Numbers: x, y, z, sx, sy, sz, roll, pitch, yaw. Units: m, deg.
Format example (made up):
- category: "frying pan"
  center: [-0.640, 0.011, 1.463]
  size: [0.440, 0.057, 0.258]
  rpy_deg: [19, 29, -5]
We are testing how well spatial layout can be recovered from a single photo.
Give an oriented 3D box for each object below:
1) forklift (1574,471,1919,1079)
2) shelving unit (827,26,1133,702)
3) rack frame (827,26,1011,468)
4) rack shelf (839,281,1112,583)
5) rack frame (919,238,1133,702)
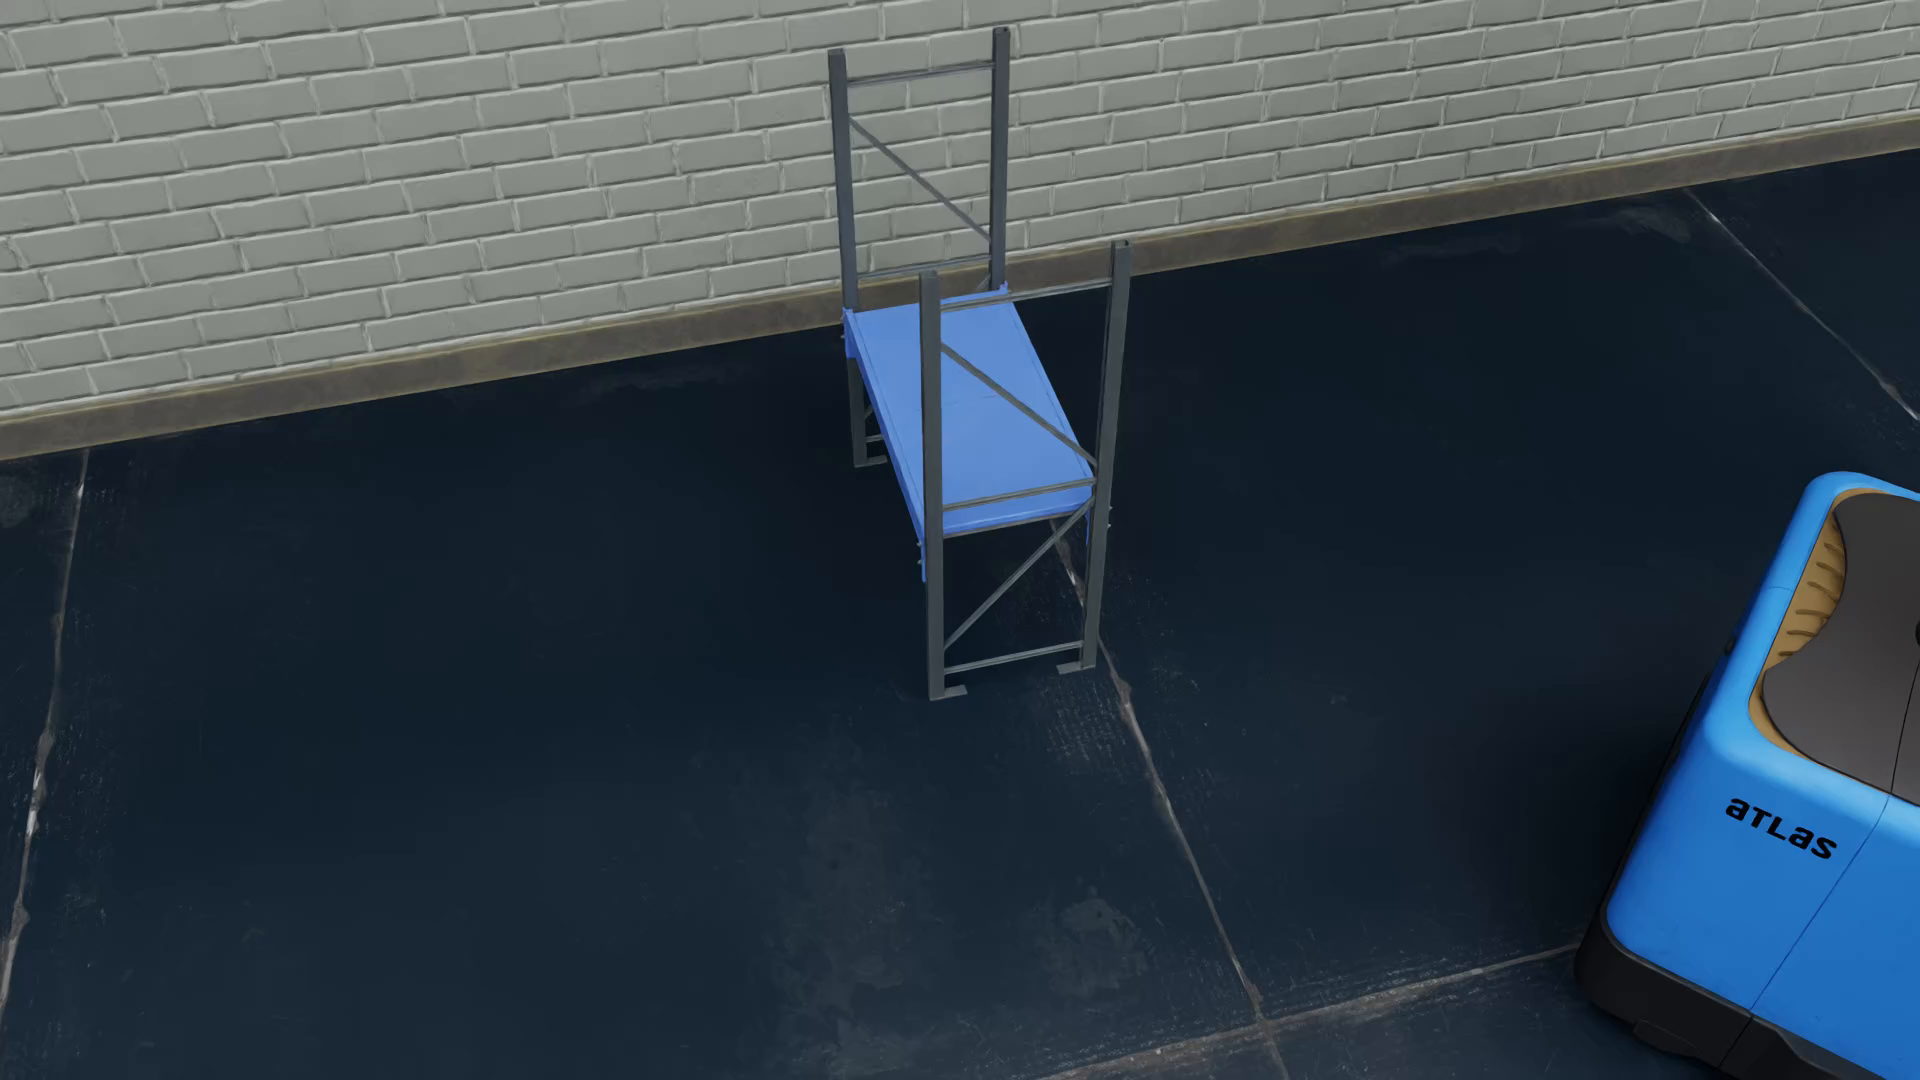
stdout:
- category: "forklift"
  center: [3.025, 0.408, 2.798]
  size: [3.031, 2.935, 1.130]
  rpy_deg: [25, 51, 23]
- category: "shelving unit"
  center: [0.022, -0.466, 4.657]
  size: [0.538, 1.500, 1.048]
  rpy_deg: [-11, 47, -10]
- category: "rack frame"
  center: [-0.108, -0.817, 5.001]
  size: [0.500, 1.500, 0.032]
  rpy_deg: [-11, 47, -10]
- category: "rack shelf"
  center: [0.022, -0.340, 4.785]
  size: [0.538, 0.185, 1.000]
  rpy_deg: [-11, 47, -10]
- category: "rack frame"
  center: [0.152, -0.115, 4.313]
  size: [0.500, 1.500, 0.032]
  rpy_deg: [-11, 47, -10]
